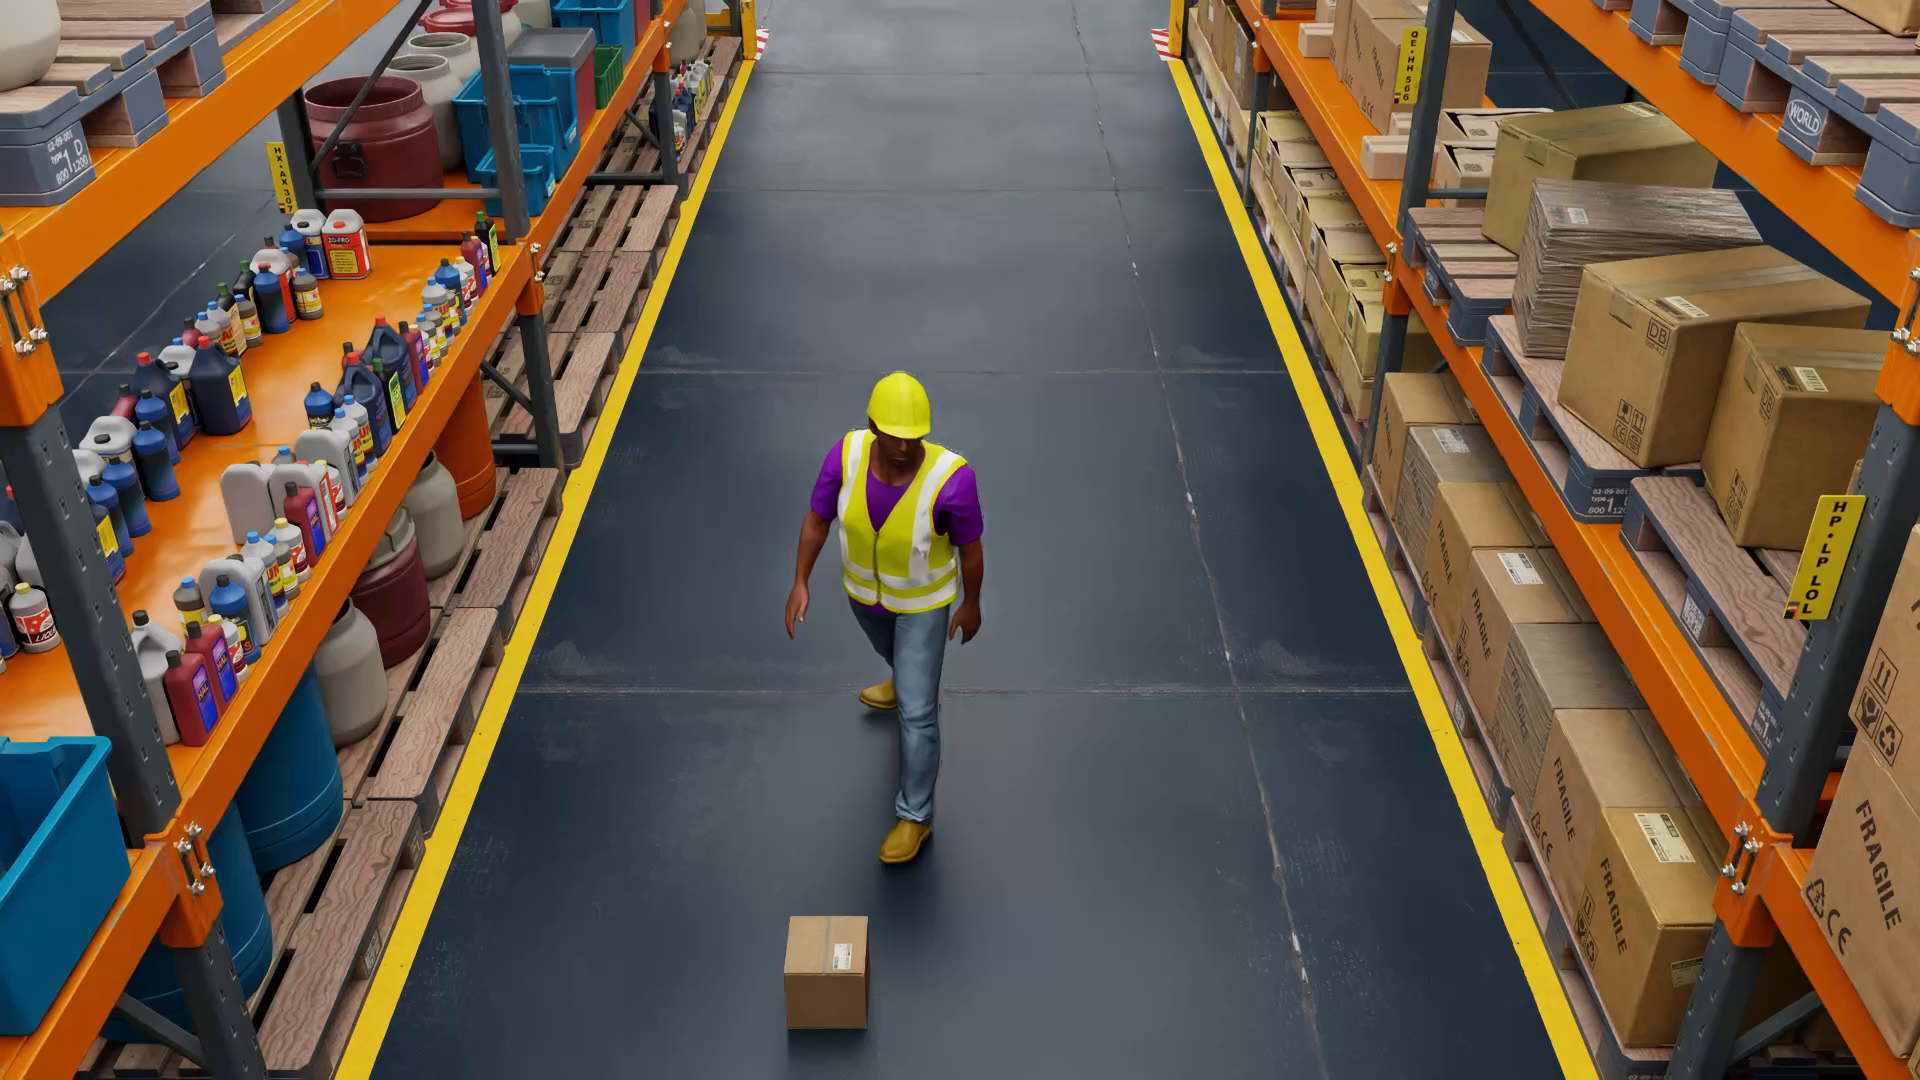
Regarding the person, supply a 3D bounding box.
[{"bbox_3d":[-0.245,0.164,5.872,0.650,1.724,1.007,16,35,24],"label":"person"}]
